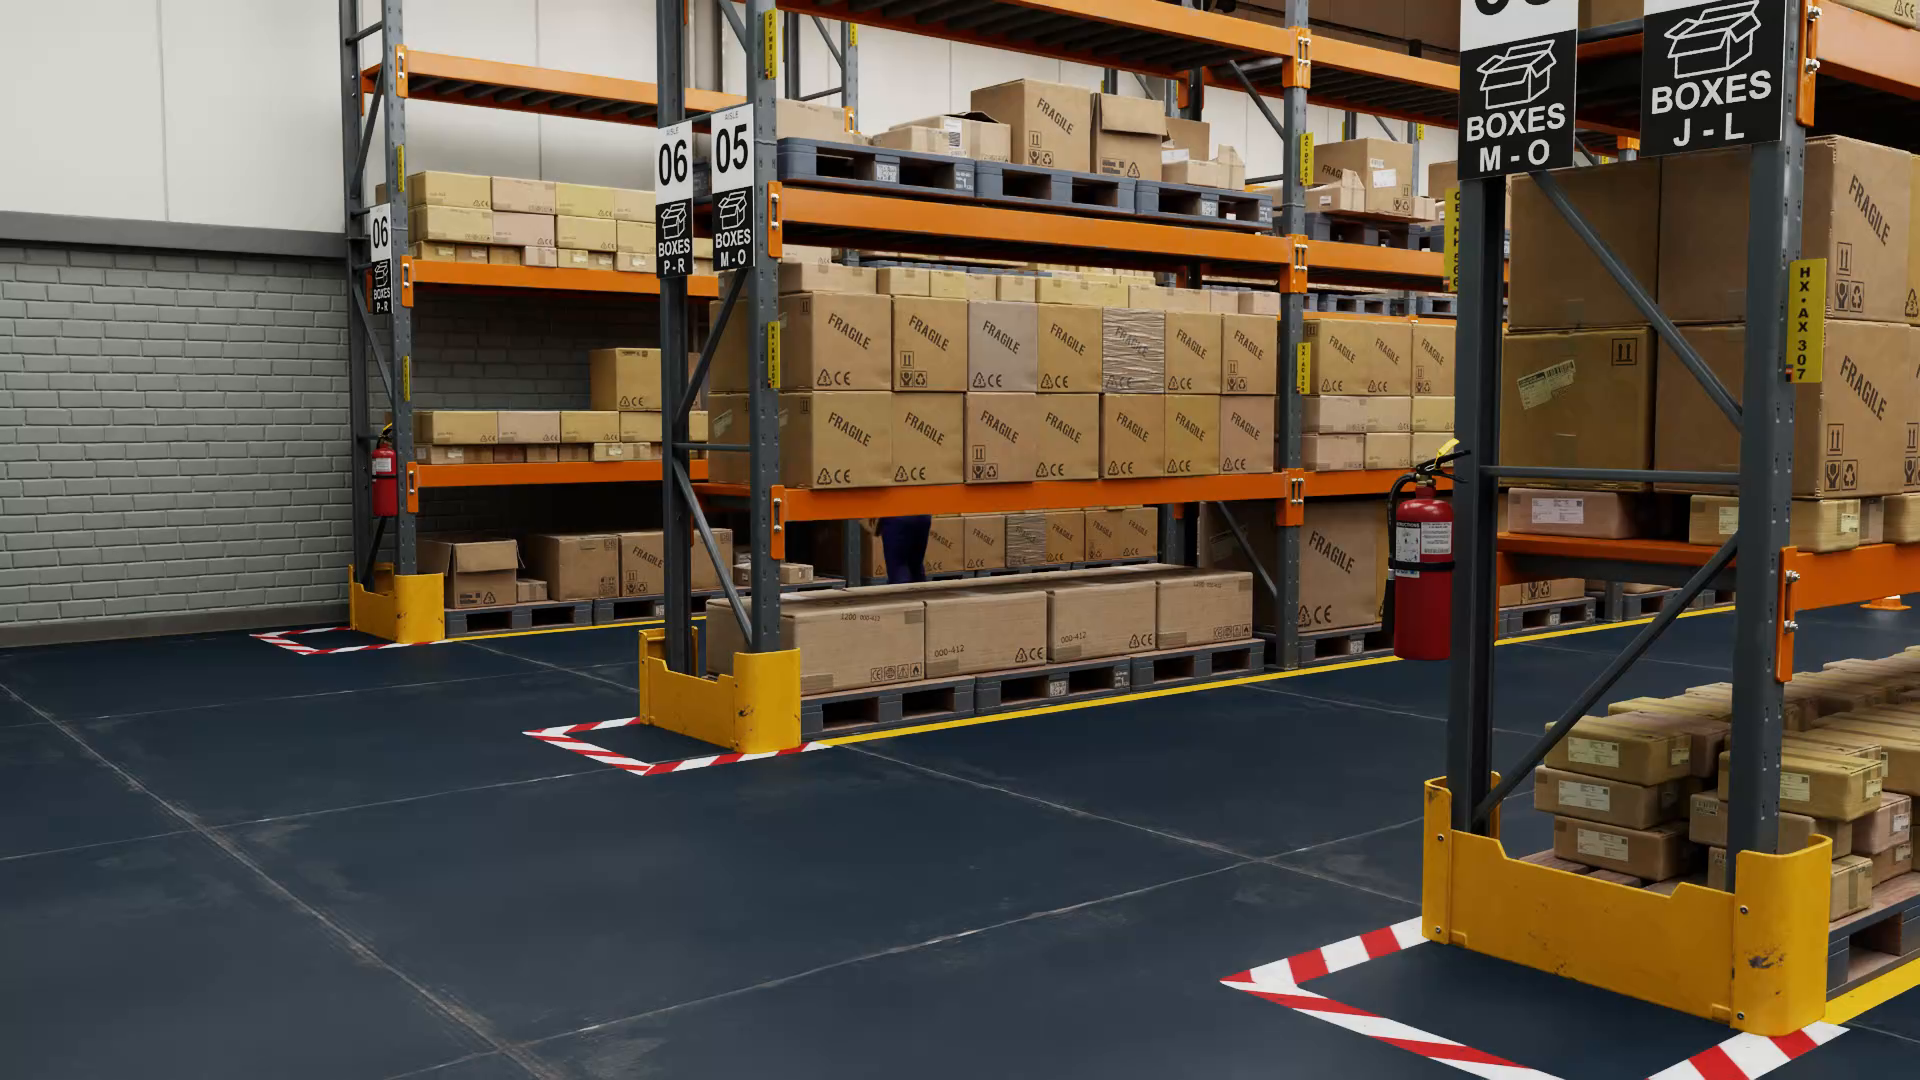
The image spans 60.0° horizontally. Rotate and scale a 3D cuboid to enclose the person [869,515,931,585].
[{"bbox_3d":[-0.465,-0.153,13.292,0.460,1.652,0.536,4,6,39],"label":"person"}]
